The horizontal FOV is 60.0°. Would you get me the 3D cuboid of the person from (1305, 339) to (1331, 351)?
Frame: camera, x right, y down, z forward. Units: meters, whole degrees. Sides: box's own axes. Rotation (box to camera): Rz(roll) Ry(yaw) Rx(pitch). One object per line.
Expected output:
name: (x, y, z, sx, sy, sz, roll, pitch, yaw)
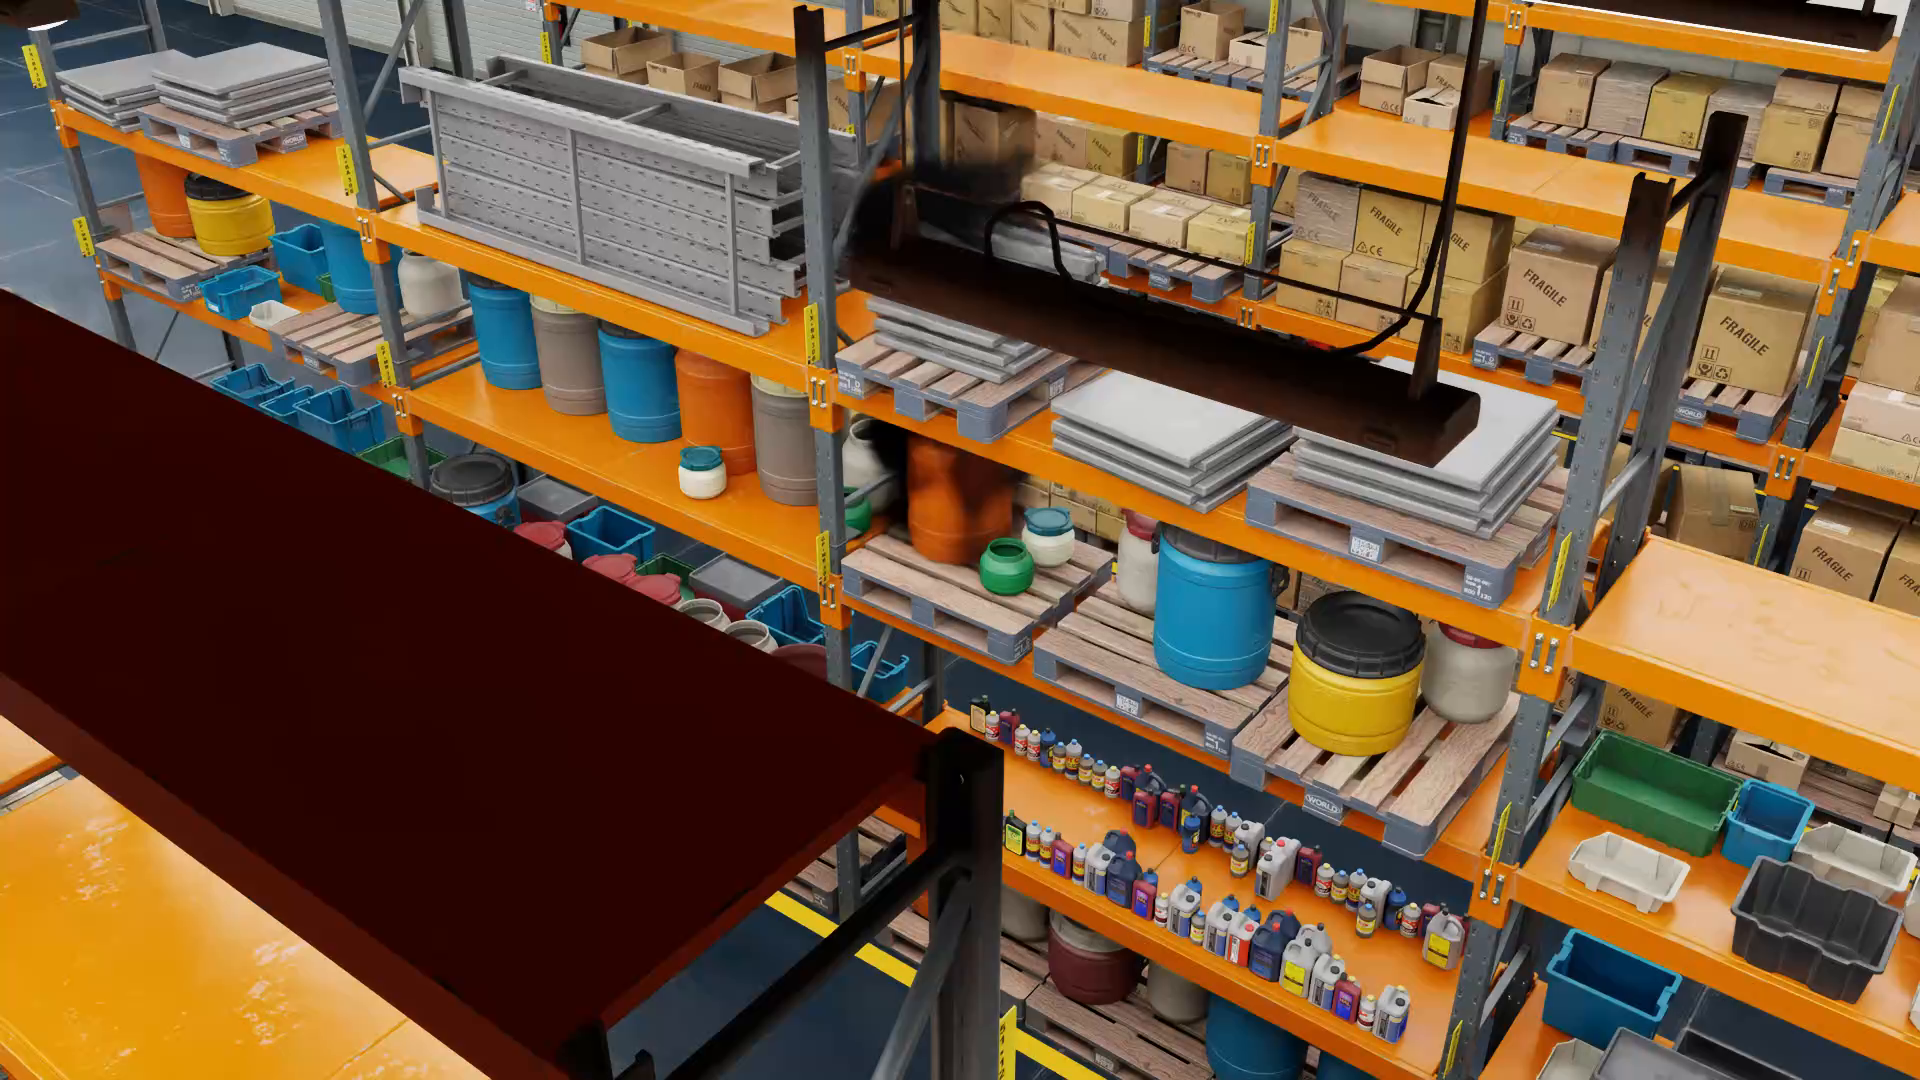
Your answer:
person: (3.303, -1.337, 15.813, 0.763, 1.787, 0.642, 18, 36, 27)
